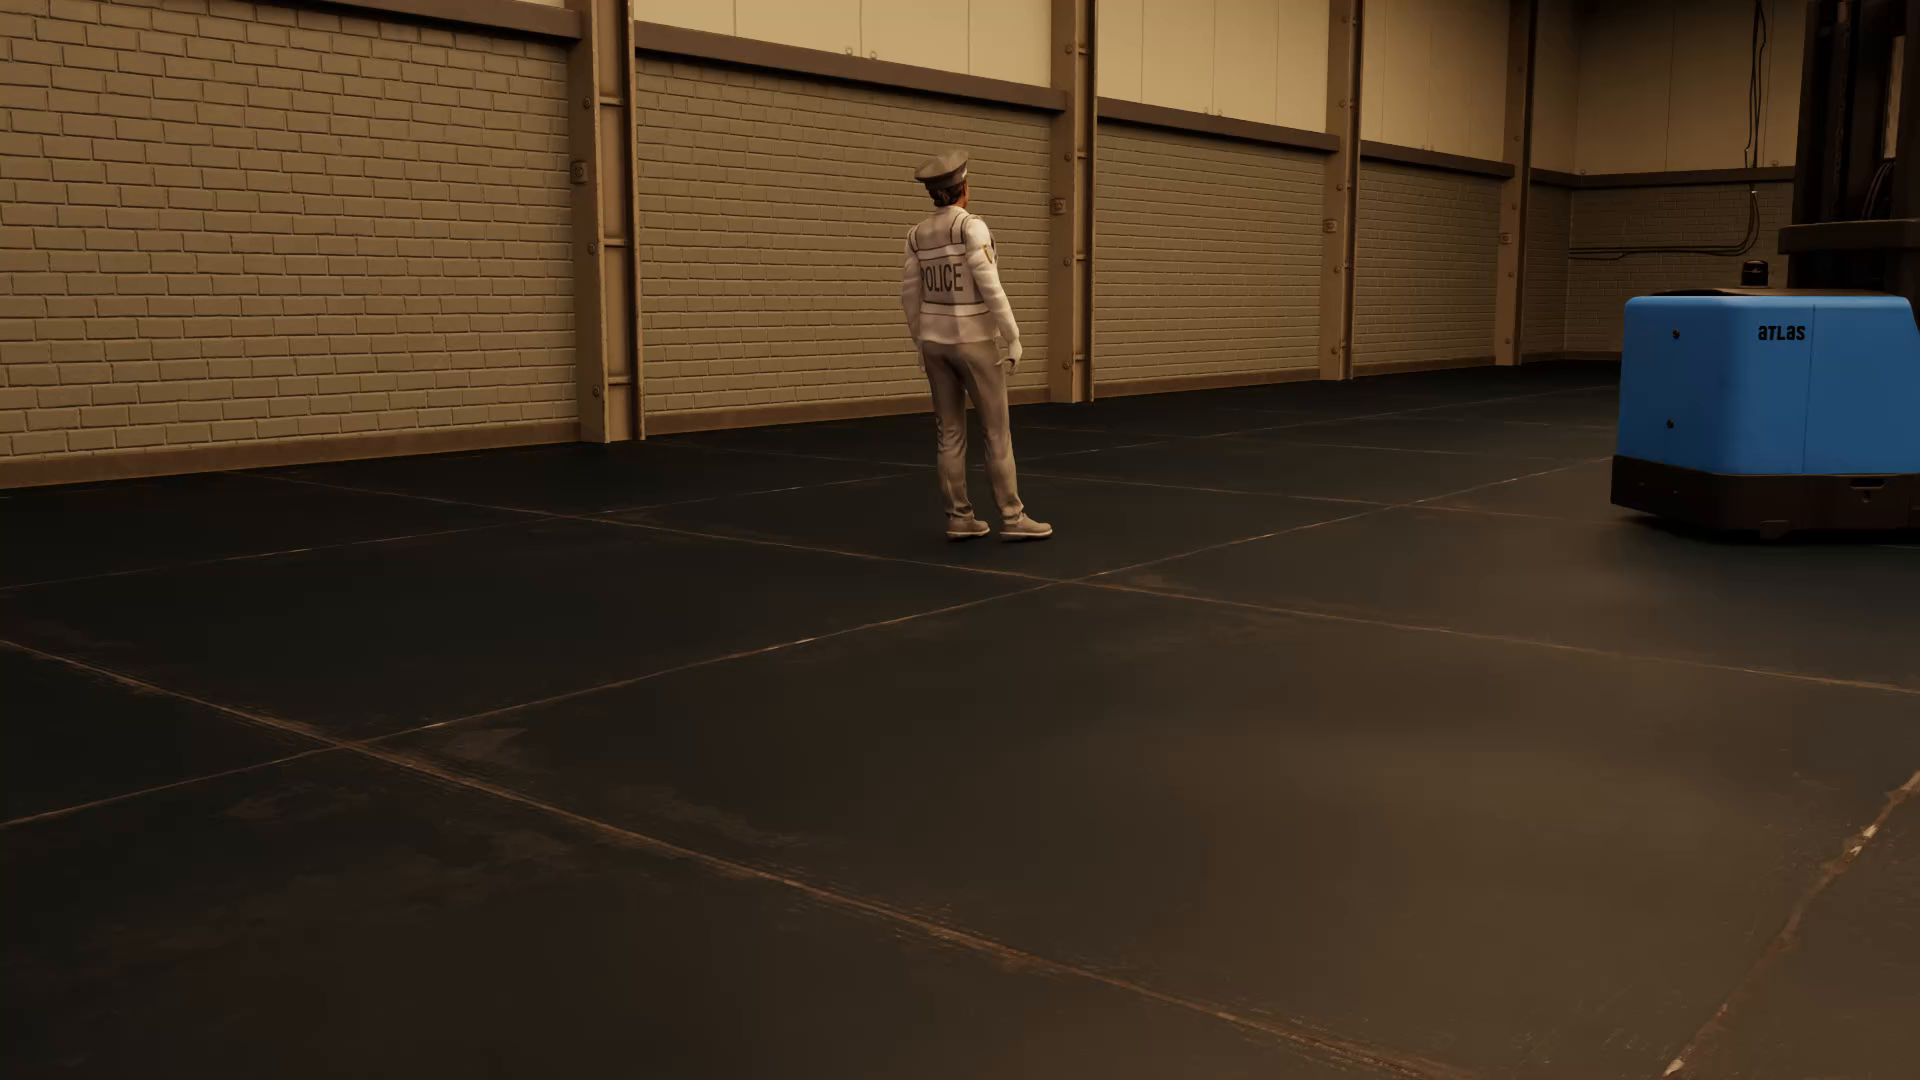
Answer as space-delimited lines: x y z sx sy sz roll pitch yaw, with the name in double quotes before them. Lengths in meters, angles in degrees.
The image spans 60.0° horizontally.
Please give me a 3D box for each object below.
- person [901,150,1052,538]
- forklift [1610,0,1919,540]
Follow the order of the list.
"person" 0.047 -0.853 7.329 0.587 1.696 0.534 7 11 38
"forklift" 4.732 -1.516 7.645 3.031 2.935 1.130 -1 8 -6
